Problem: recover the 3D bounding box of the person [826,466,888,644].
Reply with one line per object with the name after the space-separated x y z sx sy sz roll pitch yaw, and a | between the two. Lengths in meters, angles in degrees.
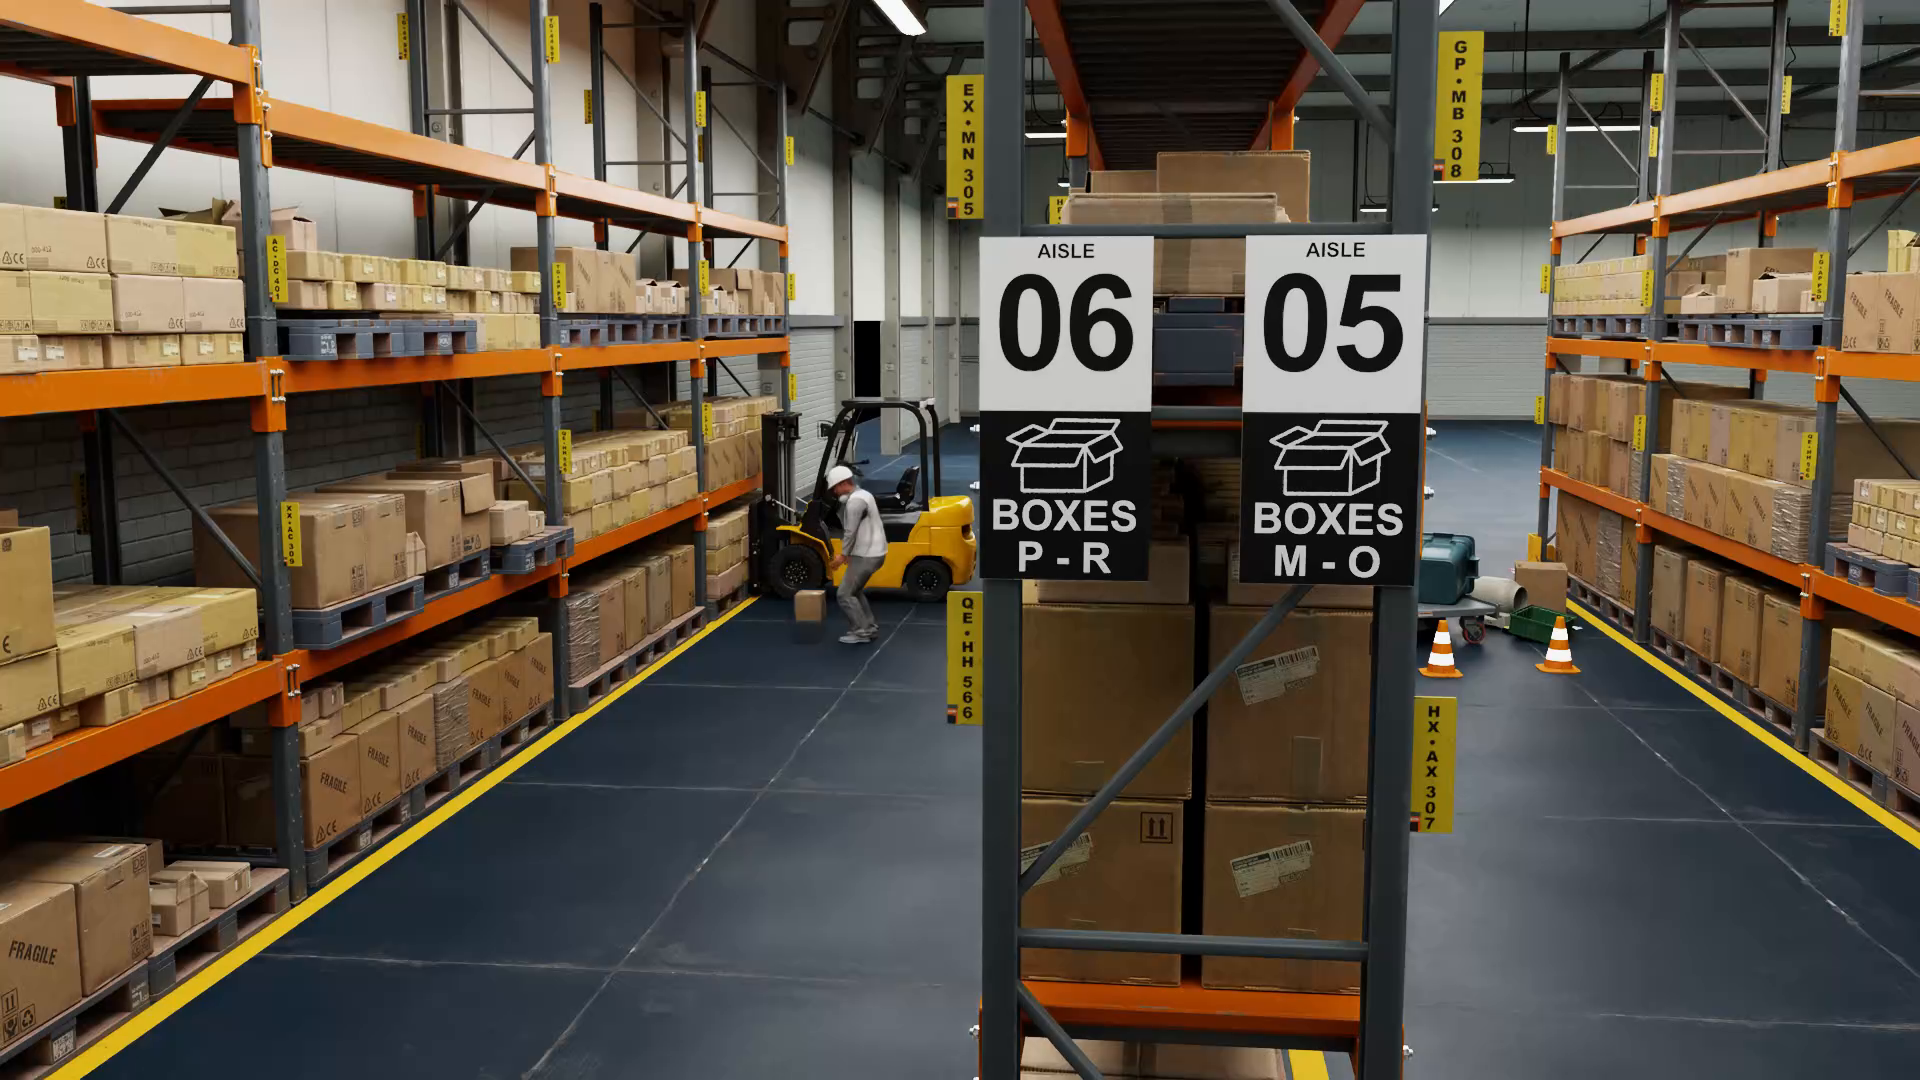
-0.972 0.134 15.623 0.559 1.665 0.574 1 8 7 | person
